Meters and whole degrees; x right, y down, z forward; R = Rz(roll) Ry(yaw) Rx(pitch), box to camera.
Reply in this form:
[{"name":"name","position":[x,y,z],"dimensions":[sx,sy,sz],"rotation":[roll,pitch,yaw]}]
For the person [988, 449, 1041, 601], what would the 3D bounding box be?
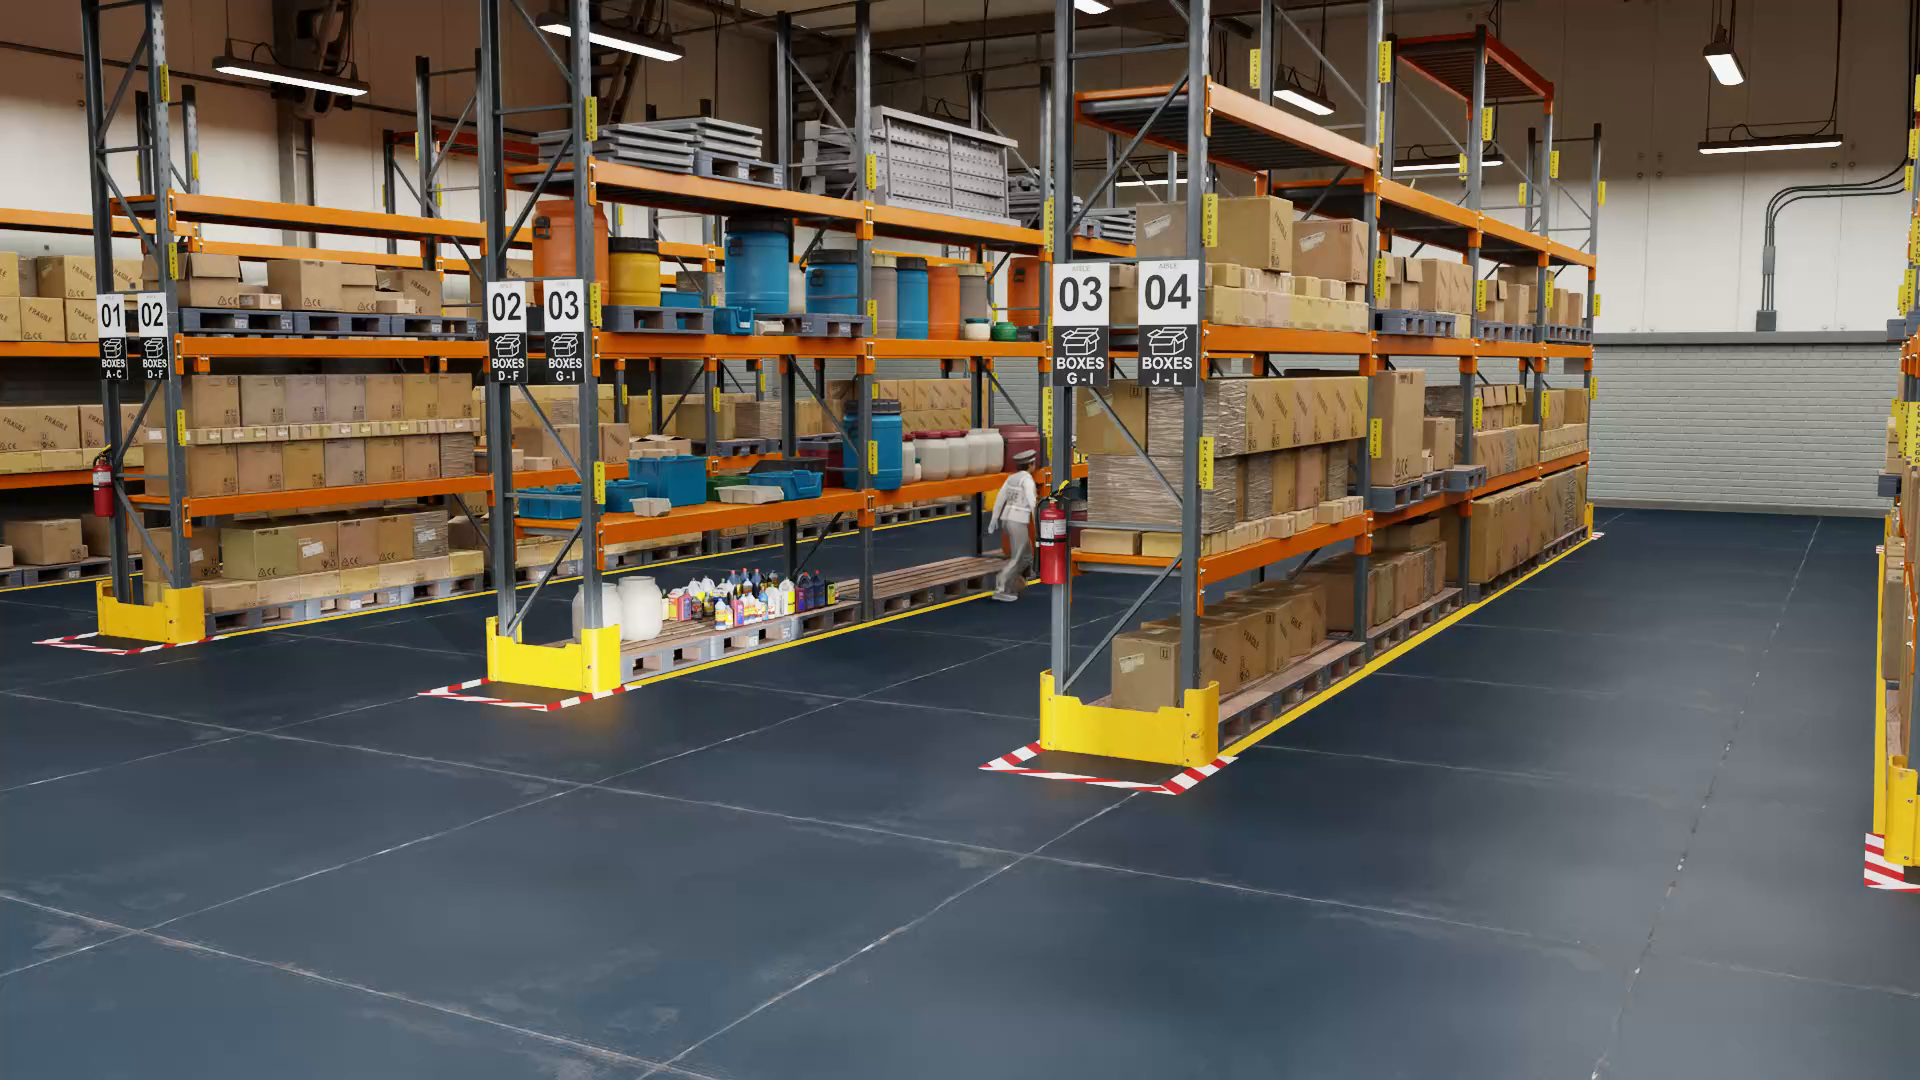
[{"name":"person","position":[0.610,-0.155,18.039],"dimensions":[0.614,1.651,0.608],"rotation":[-2,6,-21]}]
